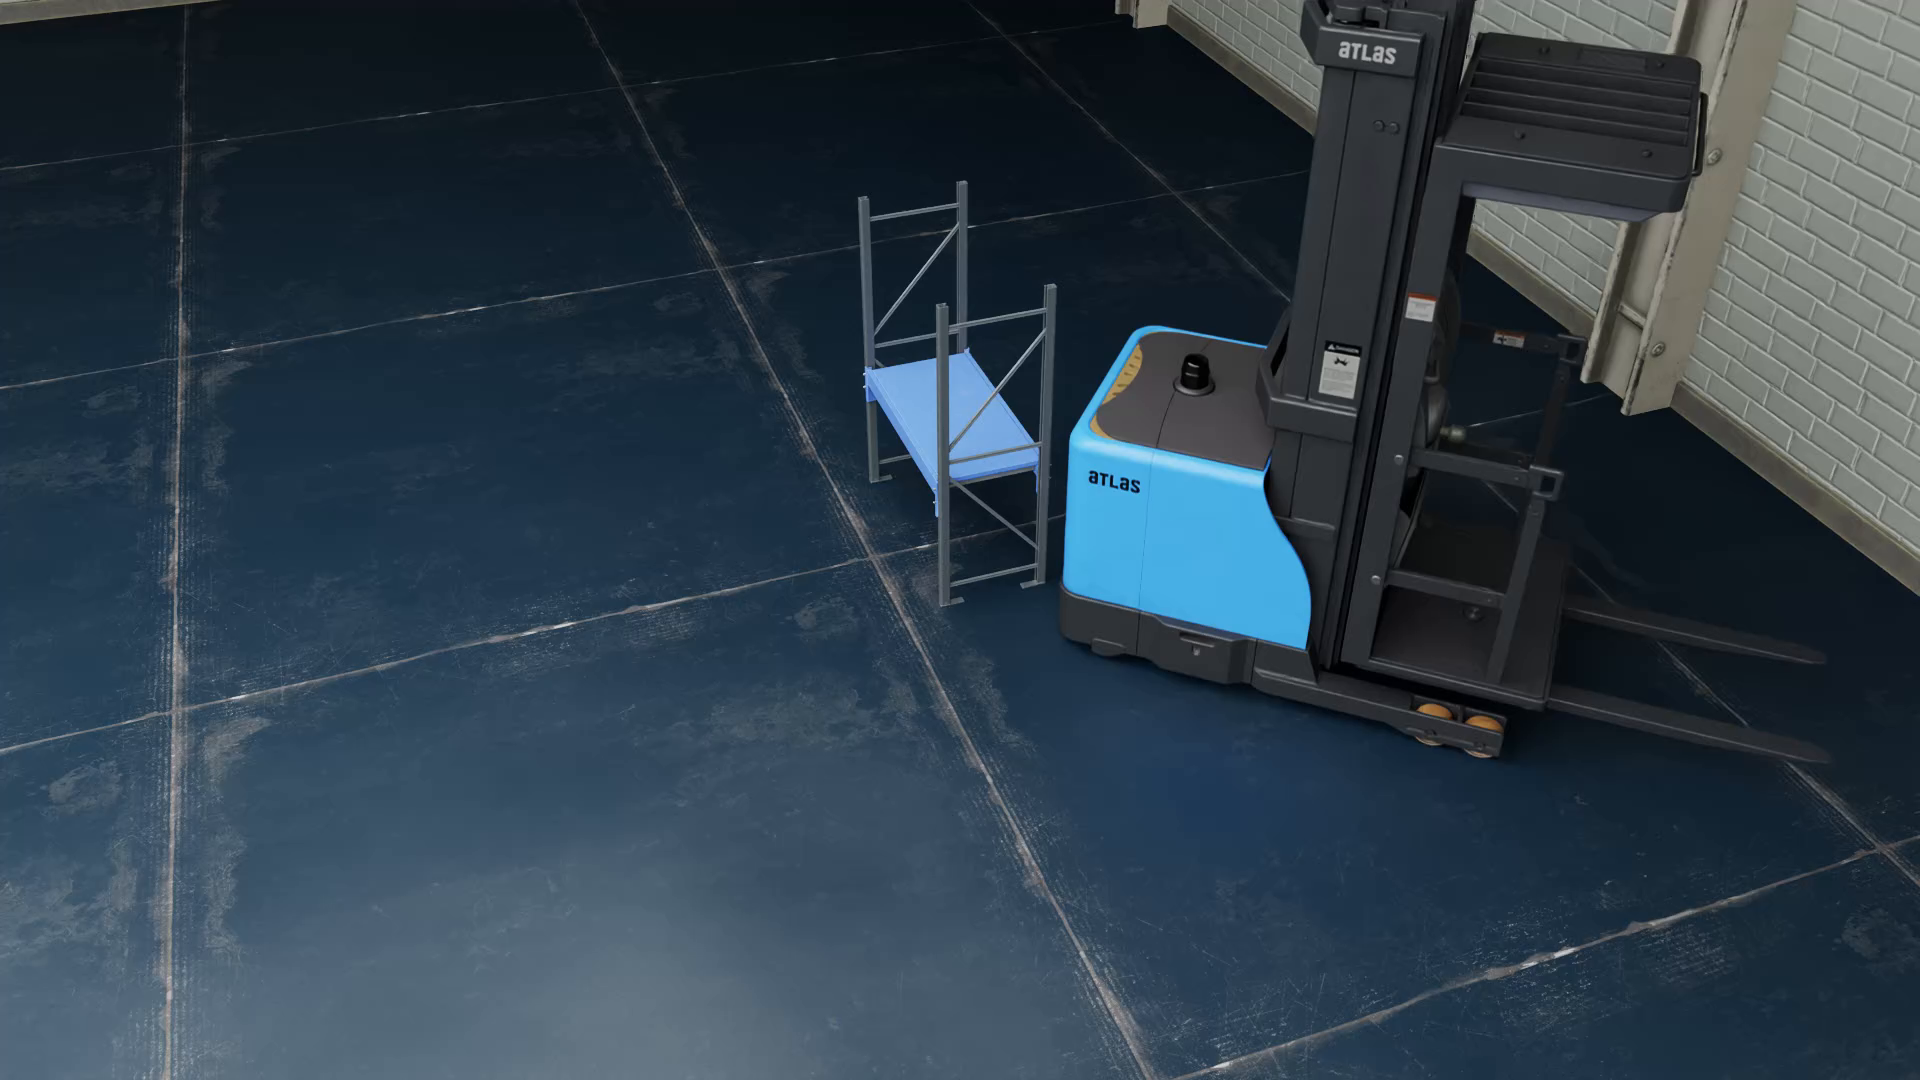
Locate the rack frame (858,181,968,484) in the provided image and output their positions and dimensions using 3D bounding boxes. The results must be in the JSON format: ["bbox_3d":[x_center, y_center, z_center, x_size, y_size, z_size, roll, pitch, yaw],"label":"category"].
[{"bbox_3d":[-0.204,-0.934,7.744,0.500,1.500,0.032,-12,39,-16],"label":"rack frame"}]

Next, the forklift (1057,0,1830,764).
[{"bbox_3d":[1.989,-0.670,6.204,3.031,2.935,1.130,13,39,17],"label":"forklift"}]

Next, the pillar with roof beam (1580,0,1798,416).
[{"bbox_3d":[-0.519,-3.487,4.900,9.100,9.000,0.400,-12,39,-16],"label":"pillar with roof beam"}]

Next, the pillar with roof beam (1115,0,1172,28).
[{"bbox_3d":[-2.584,-6.877,9.400,9.100,9.000,0.400,-12,39,-16],"label":"pillar with roof beam"}]

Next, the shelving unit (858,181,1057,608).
[{"bbox_3d":[-0.029,-0.647,7.363,0.538,1.500,1.048,-12,39,-16],"label":"shelving unit"}]

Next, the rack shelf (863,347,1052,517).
[{"bbox_3d":[-0.029,-0.504,7.471,0.538,0.185,1.000,-12,39,-16],"label":"rack shelf"}]

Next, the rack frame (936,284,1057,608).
[{"bbox_3d":[0.146,-0.360,6.981,0.500,1.500,0.032,-12,39,-16],"label":"rack frame"}]
